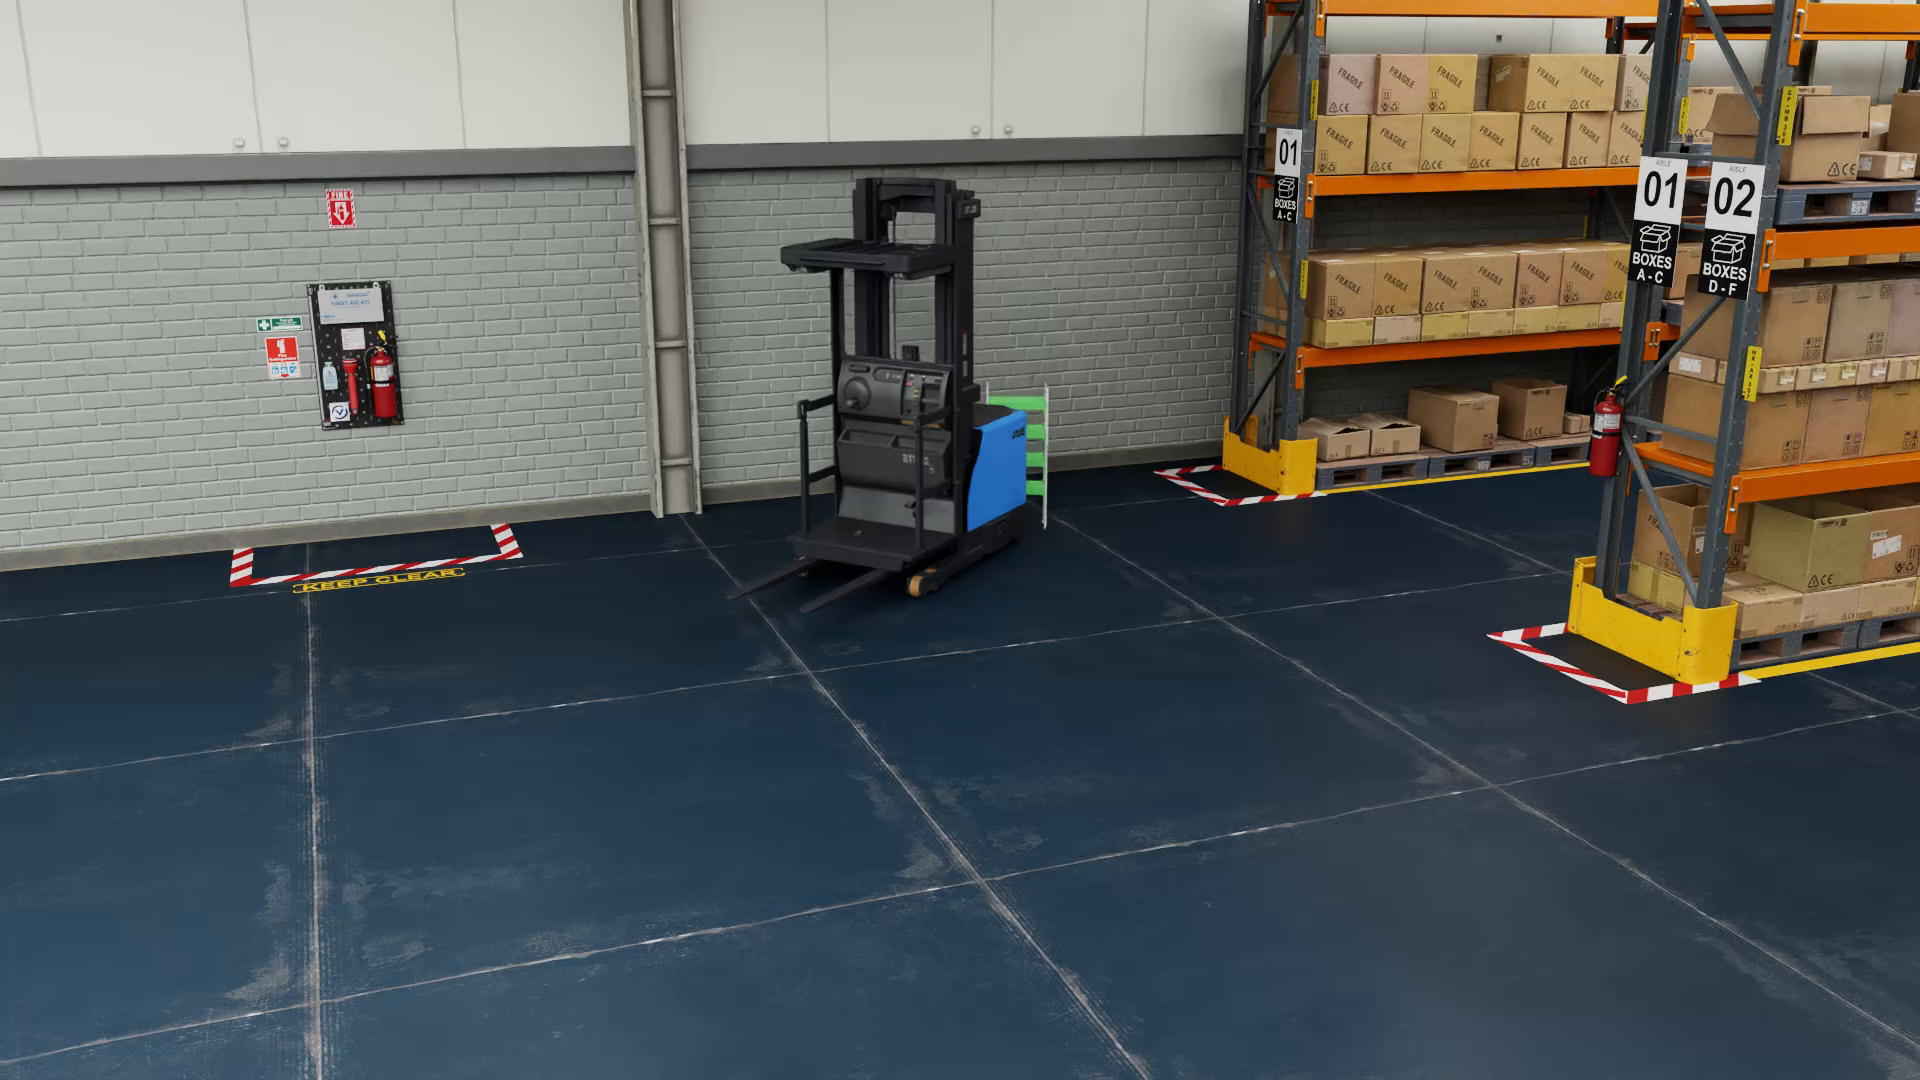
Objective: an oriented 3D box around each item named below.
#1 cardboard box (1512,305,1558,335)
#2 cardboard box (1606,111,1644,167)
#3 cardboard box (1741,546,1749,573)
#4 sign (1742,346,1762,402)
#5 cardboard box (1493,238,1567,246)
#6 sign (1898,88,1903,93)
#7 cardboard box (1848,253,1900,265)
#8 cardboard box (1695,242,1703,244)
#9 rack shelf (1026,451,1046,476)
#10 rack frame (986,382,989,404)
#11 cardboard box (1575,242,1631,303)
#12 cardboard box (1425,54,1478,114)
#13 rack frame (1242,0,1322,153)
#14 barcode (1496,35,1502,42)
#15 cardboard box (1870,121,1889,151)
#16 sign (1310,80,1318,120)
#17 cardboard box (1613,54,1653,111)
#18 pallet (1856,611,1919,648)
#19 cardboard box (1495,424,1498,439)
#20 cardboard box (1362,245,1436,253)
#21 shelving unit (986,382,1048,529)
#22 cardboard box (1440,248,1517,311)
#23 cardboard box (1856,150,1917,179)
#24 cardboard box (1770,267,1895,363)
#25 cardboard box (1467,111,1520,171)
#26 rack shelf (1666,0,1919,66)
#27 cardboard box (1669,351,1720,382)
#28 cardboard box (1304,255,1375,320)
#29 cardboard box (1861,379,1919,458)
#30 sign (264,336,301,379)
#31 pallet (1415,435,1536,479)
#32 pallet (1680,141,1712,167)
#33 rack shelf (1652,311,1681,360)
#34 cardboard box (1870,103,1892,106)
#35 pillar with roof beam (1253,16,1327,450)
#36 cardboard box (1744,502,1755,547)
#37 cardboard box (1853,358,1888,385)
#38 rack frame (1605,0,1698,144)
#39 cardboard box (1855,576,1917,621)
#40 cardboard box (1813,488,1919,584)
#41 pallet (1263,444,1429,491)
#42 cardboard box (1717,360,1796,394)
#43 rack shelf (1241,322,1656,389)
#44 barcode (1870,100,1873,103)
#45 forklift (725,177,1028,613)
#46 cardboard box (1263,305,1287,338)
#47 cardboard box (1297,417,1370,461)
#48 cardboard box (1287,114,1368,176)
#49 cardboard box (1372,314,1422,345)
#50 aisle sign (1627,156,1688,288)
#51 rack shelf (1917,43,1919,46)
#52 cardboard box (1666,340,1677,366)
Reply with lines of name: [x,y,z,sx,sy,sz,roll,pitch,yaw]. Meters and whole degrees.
cardboard box: [5.263,-2.107,15.679,0.500,0.250,0.500,-6,17,-20]
cardboard box: [6.143,-3.780,15.610,0.500,0.500,0.500,-6,17,-19]
cardboard box: [5.427,0.239,11.594,0.500,0.250,0.500,-6,17,-20]
sign: [4.763,-1.000,10.002,0.005,0.325,0.100,-6,17,-20]
cardboard box: [5.531,-2.653,16.209,0.500,0.500,0.500,-6,17,-20]
sign: [10.073,-4.675,17.812,0.005,0.325,0.100,-6,17,-20]
cardboard box: [9.316,-2.948,17.356,0.500,0.500,0.700,-8,18,-25]
cardboard box: [7.541,-2.755,16.699,0.500,0.500,0.700,-4,17,-14]
rack shelf: [0.468,-0.639,13.870,0.480,0.148,0.258,0,16,-1]
rack frame: [0.224,-0.698,13.847,0.015,1.200,0.240,0,16,-1]
cardboard box: [6.198,-2.568,15.919,0.500,0.500,0.500,-6,17,-20]
cardboard box: [4.201,-4.039,14.719,0.500,0.500,0.500,-6,17,-19]
rack frame: [2.794,-4.875,14.227,0.127,3.000,1.000,-6,17,-20]
barcode: [5.077,-4.723,15.663,0.075,0.075,0.001,-6,17,-20]
cardboard box: [6.070,-2.600,10.968,0.500,0.311,0.500,-4,17,-14]
sign: [2.988,-3.712,14.040,0.005,0.325,0.100,-6,17,-20]
cardboard box: [6.158,-4.254,15.450,0.500,0.500,0.500,-8,18,-25]
pallet: [6.406,0.435,11.743,1.213,0.211,1.003,-6,17,-20]
cardboard box: [5.028,-1.087,16.254,0.250,0.149,0.380,-8,18,-25]
cardboard box: [4.113,-2.498,15.682,0.500,0.500,0.500,-7,18,-22]
shelving unit: [0.468,-0.700,13.852,0.503,1.200,0.258,0,16,-1]
cardboard box: [4.775,-2.415,15.400,0.500,0.500,0.500,-6,17,-18]
cardboard box: [5.731,-2.353,10.415,0.250,0.149,0.380,-6,17,-20]
cardboard box: [5.549,-1.467,10.790,0.500,0.500,0.700,-7,18,-22]
cardboard box: [4.686,-3.619,15.060,0.500,0.500,0.500,-5,17,-17]
rack shelf: [6.437,-3.236,10.634,4.000,0.370,1.077,-6,17,-20]
cardboard box: [4.858,-1.141,10.831,0.250,0.149,0.380,-6,18,-21]
cardboard box: [3.347,-2.263,14.879,0.500,0.500,0.500,-6,17,-20]
cardboard box: [5.965,-0.888,11.120,0.500,0.500,0.700,-6,17,-20]
sign: [-5.339,-1.439,13.111,0.234,0.329,0.001,-6,17,-20]
pallet: [4.773,-0.860,16.153,1.213,0.211,1.003,-6,17,-20]
pallet: [7.143,-3.783,16.166,1.003,0.211,1.213,-6,17,-20]
rack shelf: [8.396,-2.256,17.233,4.000,0.370,1.077,-6,17,-20]
cardboard box: [9.509,-4.287,17.338,0.500,0.500,0.500,-6,17,-20]
pillar with roof beam: [4.678,-4.040,11.385,0.400,9.000,9.100,-6,17,-20]
cardboard box: [5.892,-0.172,11.665,0.500,0.500,0.500,-6,17,-20]
cardboard box: [5.729,-1.112,10.733,0.250,0.149,0.380,-6,18,-21]
rack frame: [6.529,-5.278,15.600,0.127,3.000,1.000,-6,17,-20]
cardboard box: [6.083,0.327,11.294,0.500,0.250,0.500,-6,17,-20]
cardboard box: [6.079,-0.035,11.199,0.500,0.500,0.500,-6,17,-20]
pallet: [3.636,-0.738,15.738,1.213,0.211,1.003,-6,17,-20]
cardboard box: [5.013,-1.035,10.471,0.250,0.149,0.380,-6,18,-20]
rack shelf: [4.661,-1.853,15.860,4.000,0.370,1.077,-6,17,-20]
barcode: [9.687,-4.644,17.701,0.075,0.075,0.001,-6,17,-20]
forklift: [-0.599,-1.128,12.237,1.130,2.935,3.031,9,19,27]
cardboard box: [3.161,-2.032,15.424,0.500,0.250,0.500,-6,17,-19]
cardboard box: [3.472,-0.963,15.546,0.500,0.311,0.500,-8,18,-26]
cardboard box: [3.195,-3.461,14.523,0.500,0.500,0.500,-6,17,-19]
cardboard box: [3.843,-1.956,15.164,0.500,0.250,0.500,-7,18,-22]
aisle sign: [4.403,-2.011,10.509,0.004,0.787,0.394,-6,17,-20]
rack shelf: [12.132,-5.346,17.818,4.000,0.370,1.077,-6,17,-20]
cardboard box: [7.620,-1.895,17.052,0.500,0.250,0.500,-7,18,-21]
